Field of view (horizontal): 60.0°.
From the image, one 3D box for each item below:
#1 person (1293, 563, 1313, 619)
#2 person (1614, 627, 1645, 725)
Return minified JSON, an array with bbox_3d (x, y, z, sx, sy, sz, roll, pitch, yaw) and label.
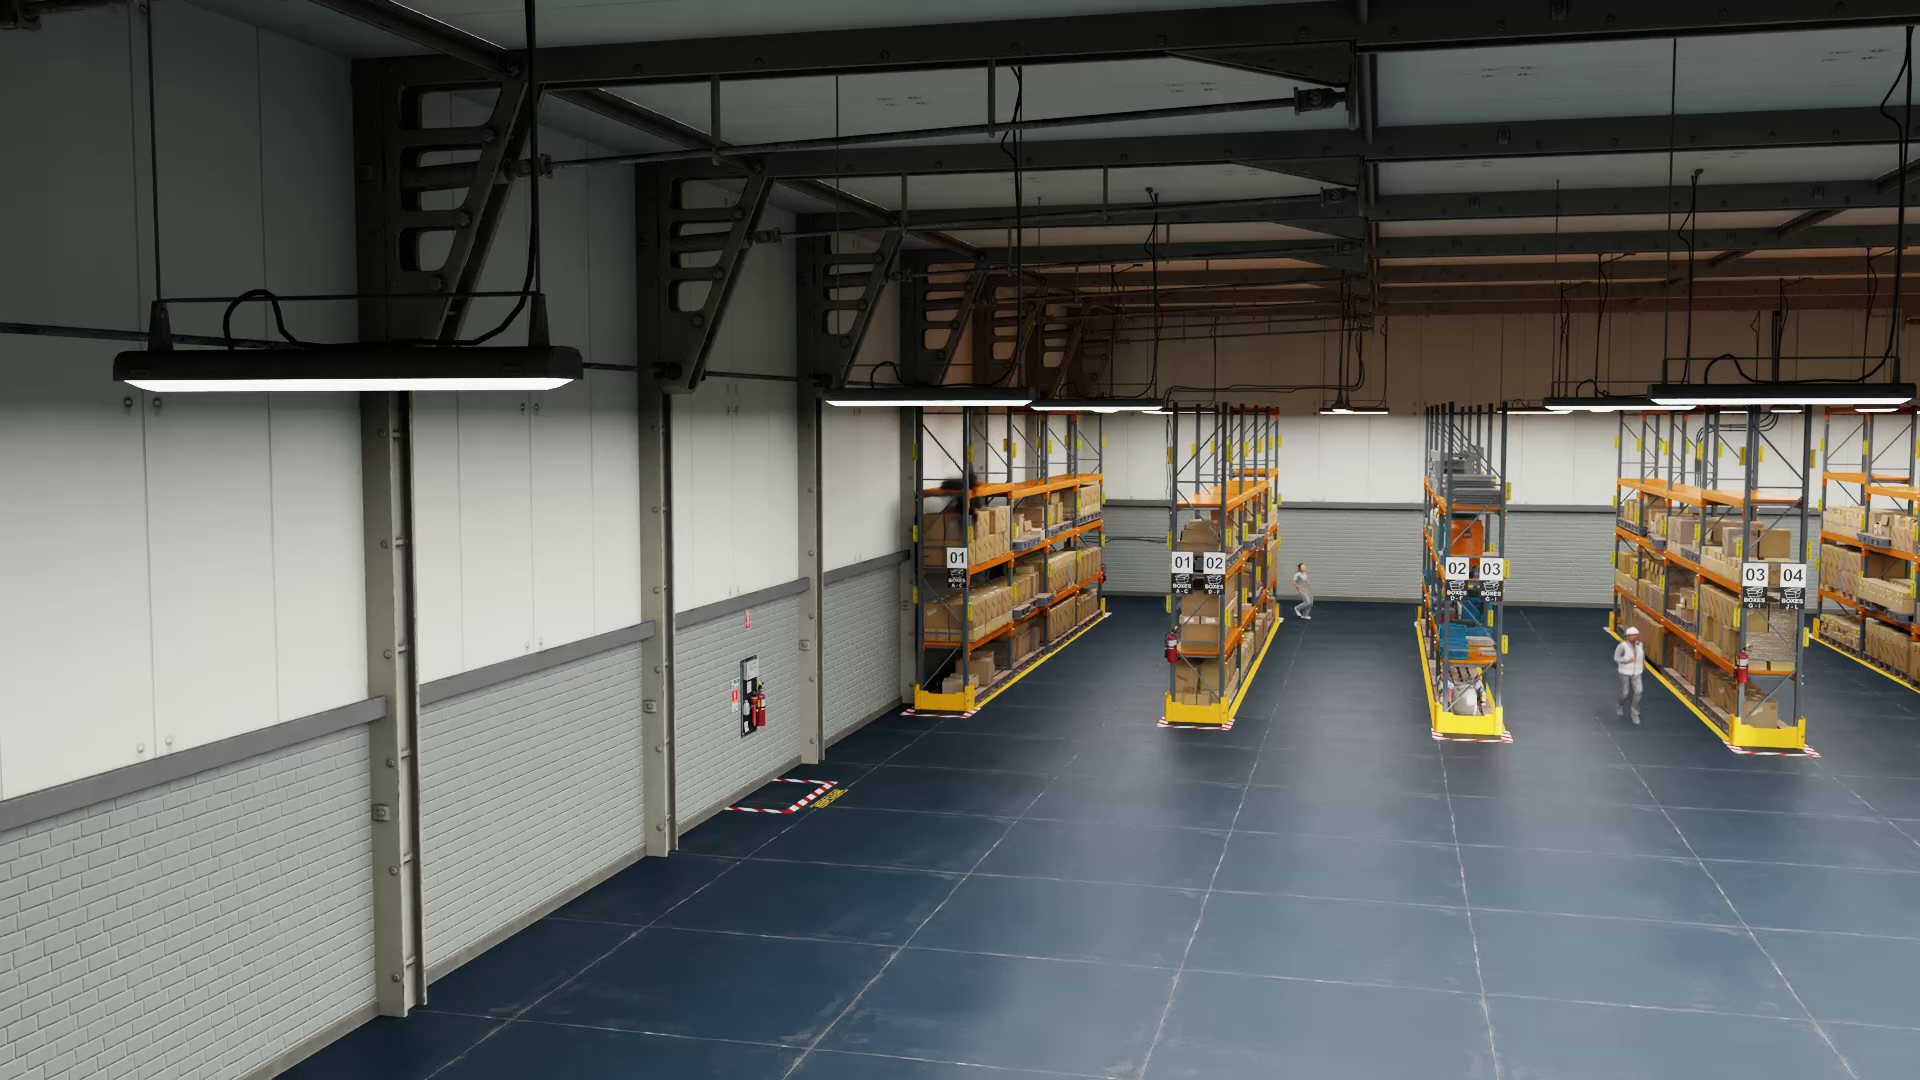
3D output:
[{"bbox_3d":[9.724,1.455,47.190,0.541,1.589,0.567,4,6,43],"label":"person"},{"bbox_3d":[12.614,2.531,31.355,0.678,1.820,0.898,0,4,-3],"label":"person"}]
